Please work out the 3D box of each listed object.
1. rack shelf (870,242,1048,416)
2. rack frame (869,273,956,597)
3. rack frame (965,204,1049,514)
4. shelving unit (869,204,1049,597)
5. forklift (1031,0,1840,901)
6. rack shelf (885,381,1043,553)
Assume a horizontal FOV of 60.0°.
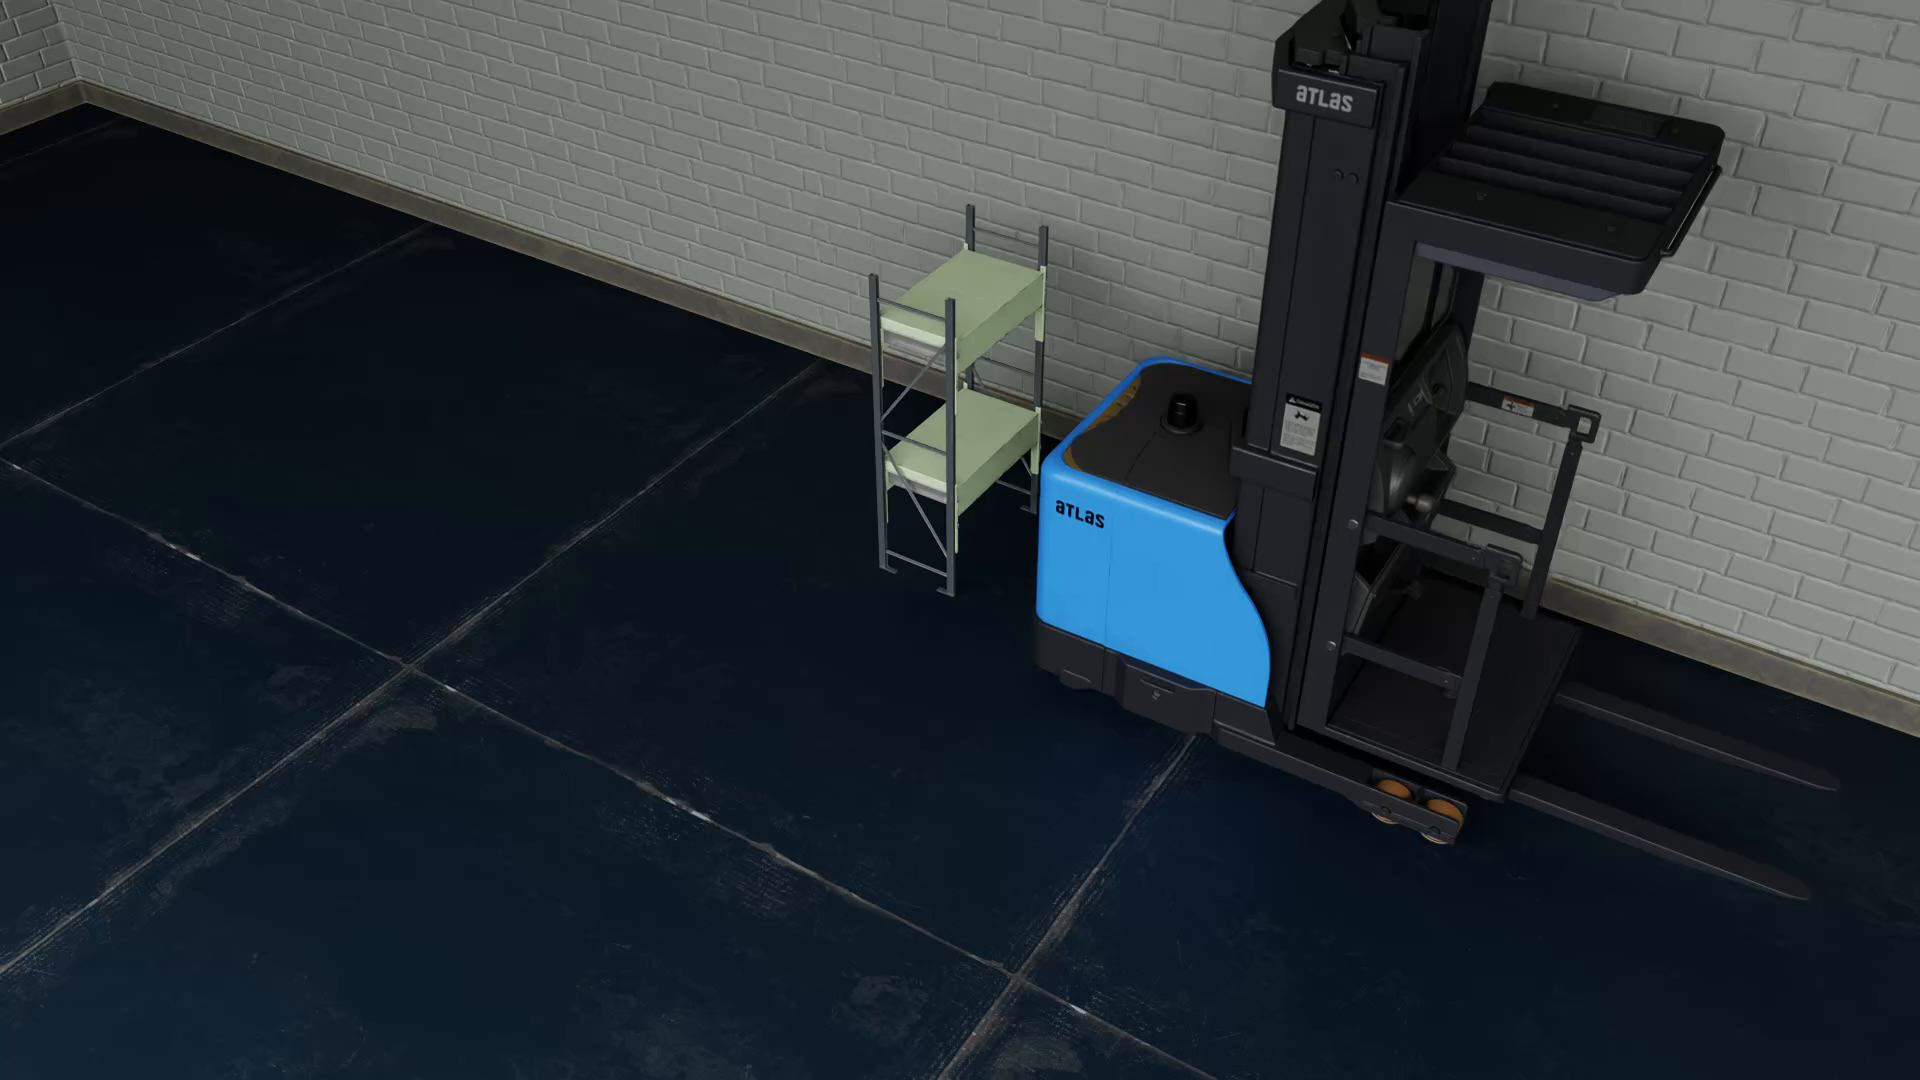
[{"bbox_3d":[0.004,-0.907,7.058,0.431,0.370,0.720,21,42,25],"label":"rack shelf"},{"bbox_3d":[-0.193,-0.409,7.052,0.400,1.500,0.023,21,42,25],"label":"rack frame"},{"bbox_3d":[0.200,-0.786,7.541,0.400,1.500,0.023,21,42,25],"label":"rack frame"},{"bbox_3d":[0.004,-0.597,7.297,0.431,1.500,0.755,21,42,25],"label":"shelving unit"},{"bbox_3d":[1.824,-0.390,5.856,3.031,2.935,1.130,20,42,24],"label":"forklift"},{"bbox_3d":[0.004,-0.339,7.496,0.431,0.370,0.720,21,42,25],"label":"rack shelf"}]
